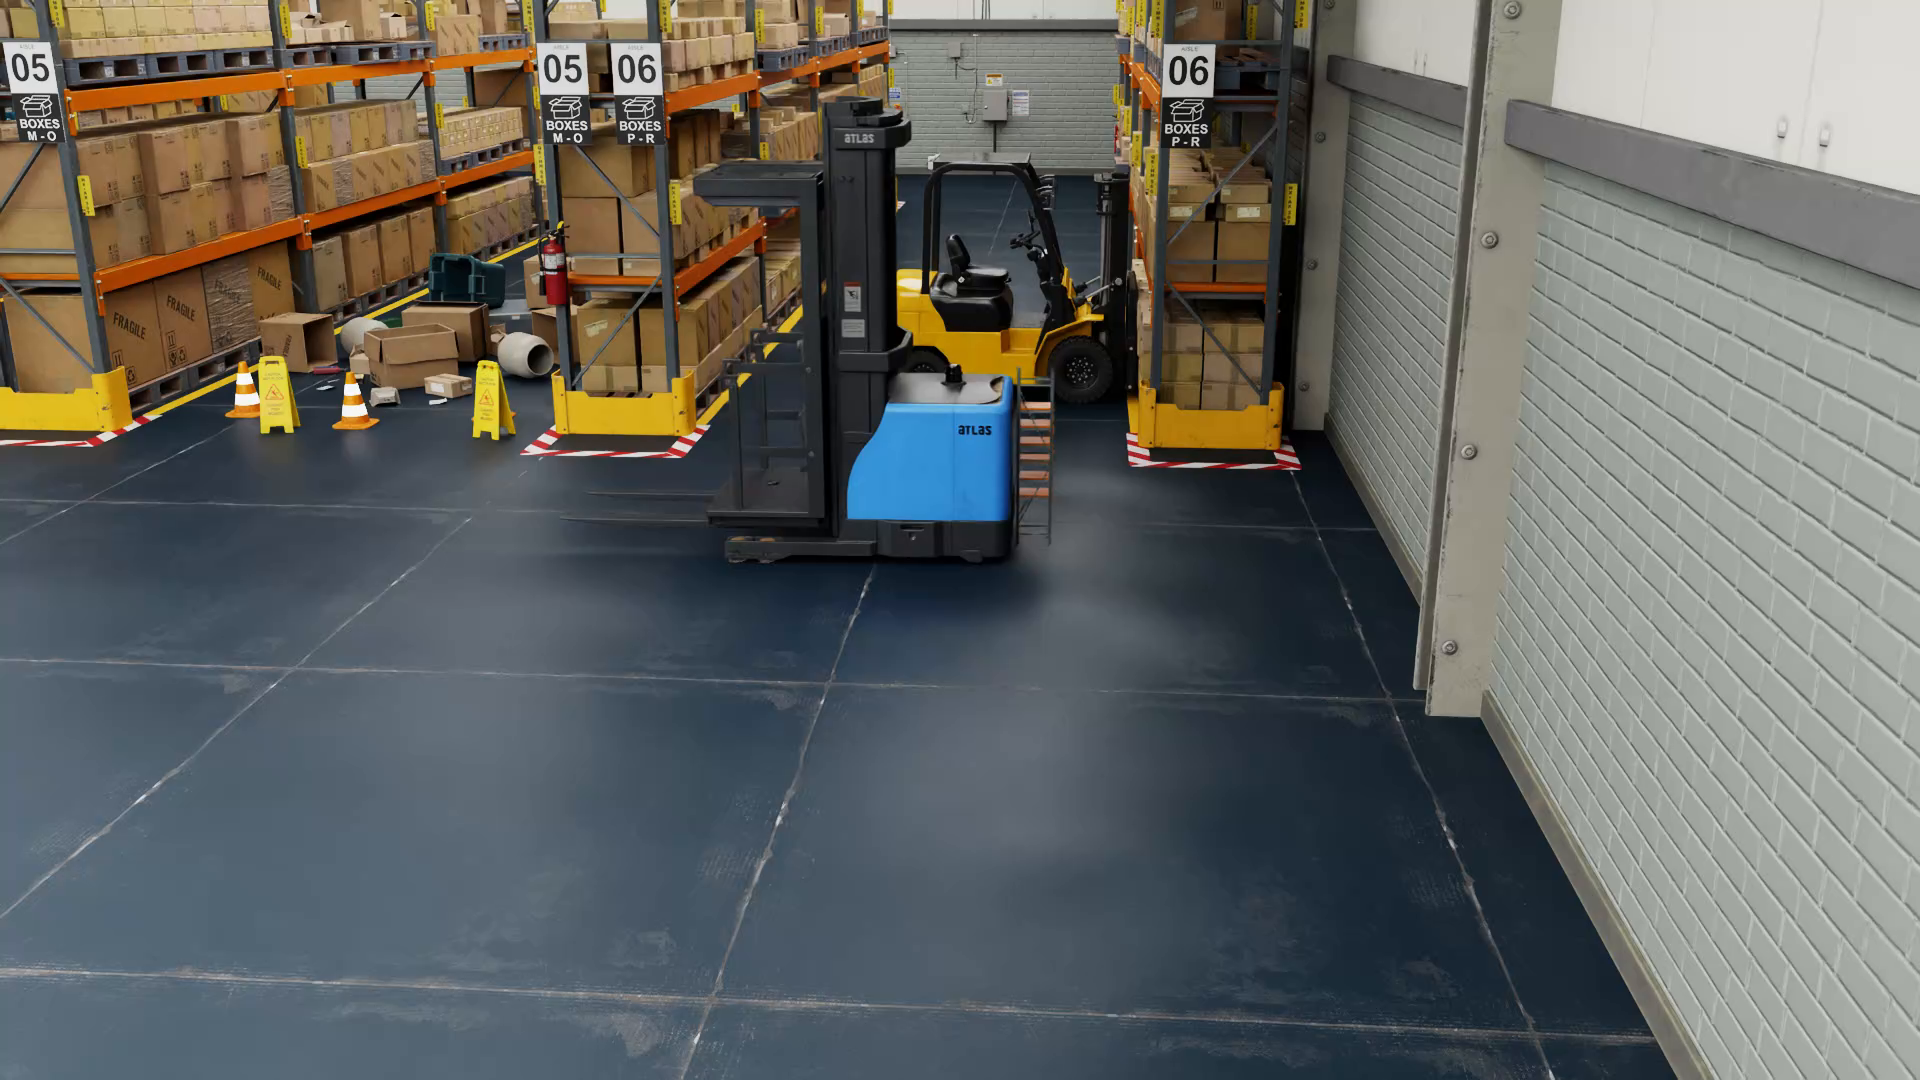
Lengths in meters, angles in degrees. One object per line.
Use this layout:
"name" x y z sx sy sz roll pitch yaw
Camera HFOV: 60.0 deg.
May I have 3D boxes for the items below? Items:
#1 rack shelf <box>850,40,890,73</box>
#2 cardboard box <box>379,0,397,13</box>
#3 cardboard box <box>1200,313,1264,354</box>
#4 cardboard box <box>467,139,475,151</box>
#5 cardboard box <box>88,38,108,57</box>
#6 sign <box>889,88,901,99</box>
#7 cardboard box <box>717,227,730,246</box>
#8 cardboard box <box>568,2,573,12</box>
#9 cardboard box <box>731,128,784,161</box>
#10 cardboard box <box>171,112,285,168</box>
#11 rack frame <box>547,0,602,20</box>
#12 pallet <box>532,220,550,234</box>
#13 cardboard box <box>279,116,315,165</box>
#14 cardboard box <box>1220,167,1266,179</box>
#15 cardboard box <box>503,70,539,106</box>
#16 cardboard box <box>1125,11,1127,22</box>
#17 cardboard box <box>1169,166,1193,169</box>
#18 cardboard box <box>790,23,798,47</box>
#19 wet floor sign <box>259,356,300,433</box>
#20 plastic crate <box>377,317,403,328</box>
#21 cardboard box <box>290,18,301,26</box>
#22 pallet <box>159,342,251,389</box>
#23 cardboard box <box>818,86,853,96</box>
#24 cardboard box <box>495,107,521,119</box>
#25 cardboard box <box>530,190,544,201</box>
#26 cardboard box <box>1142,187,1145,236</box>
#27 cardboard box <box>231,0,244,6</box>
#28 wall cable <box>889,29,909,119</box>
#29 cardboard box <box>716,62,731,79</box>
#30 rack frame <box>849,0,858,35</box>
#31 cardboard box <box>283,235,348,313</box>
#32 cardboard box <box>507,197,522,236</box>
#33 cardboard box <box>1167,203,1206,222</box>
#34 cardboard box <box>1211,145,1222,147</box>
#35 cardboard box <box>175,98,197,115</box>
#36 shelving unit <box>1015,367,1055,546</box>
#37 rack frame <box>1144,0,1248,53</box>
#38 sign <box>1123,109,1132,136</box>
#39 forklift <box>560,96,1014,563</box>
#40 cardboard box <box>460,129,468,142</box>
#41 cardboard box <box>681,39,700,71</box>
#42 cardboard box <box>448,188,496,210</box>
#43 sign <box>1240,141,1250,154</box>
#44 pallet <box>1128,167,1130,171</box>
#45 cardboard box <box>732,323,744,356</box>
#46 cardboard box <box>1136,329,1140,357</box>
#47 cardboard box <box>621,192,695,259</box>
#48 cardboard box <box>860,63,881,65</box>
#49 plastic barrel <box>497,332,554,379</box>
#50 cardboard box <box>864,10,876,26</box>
"rack shelf" -1.872 -7.781 26.690 1.077 0.370 4.000 1 18 4
"cardboard box" -7.476 -6.881 21.398 0.396 0.266 0.258 1 18 4
"cardboard box" 2.299 -1.753 14.090 0.500 0.250 0.500 1 18 3
"cardboard box" -6.940 -5.461 23.002 0.380 0.149 0.250 2 18 6
"cardboard box" -7.458 -4.160 14.052 0.380 0.149 0.250 1 18 4
"sign" -1.391 -9.219 34.306 0.327 0.218 0.001 1 18 4
"cardboard box" -2.407 -2.890 15.830 0.380 0.149 0.250 1 18 4
"cardboard box" -6.527 -8.672 27.051 0.380 0.149 0.250 2 18 5
"cardboard box" -2.233 -4.275 18.339 0.500 0.500 0.500 1 18 4
"cardboard box" -7.594 -4.141 17.269 0.875 0.550 0.550 1 18 4
"rack frame" -6.673 -10.248 28.248 1.000 3.000 0.127 1 18 4
"pallet" -6.947 -5.039 26.464 1.003 0.211 1.213 1 18 4
"cardboard box" -7.503 -4.348 18.107 0.700 0.500 0.500 1 18 3
"cardboard box" 2.514 -3.237 14.805 0.380 0.149 0.250 1 18 3
"cardboard box" -6.684 -6.954 25.584 0.500 0.500 0.500 2 18 5
"cardboard box" 2.426 -7.098 22.542 0.380 0.149 0.250 1 18 4
"cardboard box" 1.883 -3.251 14.848 0.380 0.149 0.250 2 18 5
"cardboard box" -2.097 -5.632 18.543 0.500 0.250 0.500 1 18 3
"wet floor sign" -5.847 -1.256 14.221 0.267 0.644 0.232 -2 18 -6
"plastic crate" -6.239 -2.278 17.983 0.450 0.188 0.662 0 15 35
"cardboard box" -7.664 -5.660 18.468 0.500 0.250 0.500 1 18 3
"pallet" -7.750 -1.731 16.367 1.003 0.211 1.213 1 18 4
"cardboard box" -1.826 -6.293 24.046 0.500 0.500 0.500 2 18 5
"cardboard box" -6.794 -6.389 24.878 0.380 0.149 0.250 2 18 6
"cardboard box" -6.728 -5.385 25.989 0.380 0.149 0.250 2 18 6
"cardboard box" 2.050 -3.235 16.318 0.500 0.500 0.500 2 18 5
"cardboard box" -7.278 -5.325 16.329 0.380 0.149 0.250 1 18 4
"wall cable" -1.347 -9.568 34.123 0.585 1.953 0.123 1 18 4
"cardboard box" -2.395 -4.473 15.844 0.380 0.149 0.250 2 18 5
"rack frame" -2.015 -8.927 24.215 1.000 3.000 0.127 1 18 4
"cardboard box" -7.578 -2.996 18.687 1.050 0.750 0.750 1 18 4
"cardboard box" -6.798 -4.772 24.509 0.500 0.500 0.500 1 18 3
"cardboard box" 1.821 -2.709 13.671 0.380 0.149 0.250 2 18 5
"cardboard box" 2.746 -4.337 18.638 0.380 0.149 0.250 1 18 3
"cardboard box" -11.937 -6.623 25.046 0.797 0.503 0.637 1 18 2
"shelving unit" 0.502 -0.558 11.198 0.258 1.200 0.189 1 18 2
"rack frame" 2.363 -6.333 16.298 1.000 3.000 0.127 1 18 4
"sign" 2.108 -5.246 20.883 0.100 0.325 0.005 1 18 4
"forklift" -1.156 -1.402 10.994 3.031 2.935 1.130 1 18 3
"cardboard box" -6.960 -5.526 22.720 0.380 0.149 0.250 1 18 4
"cardboard box" -2.528 -4.151 14.220 0.500 0.250 0.500 1 18 3
"cardboard box" -6.871 -4.801 23.392 0.500 0.250 0.500 1 18 4
"sign" 2.916 -3.919 17.048 0.100 0.325 0.005 1 18 4
"pallet" 2.784 -5.237 22.897 1.003 0.211 1.213 1 18 4
"cardboard box" -2.432 -1.971 16.363 0.500 0.250 0.500 2 18 5
"cardboard box" 1.862 -1.844 15.173 0.500 0.250 0.500 1 18 3
"cardboard box" -2.565 -2.679 14.143 0.500 0.500 0.500 1 18 3
"cardboard box" -1.554 -8.033 28.314 0.380 0.149 0.250 2 18 5
"plastic barrel" -4.237 -1.800 16.237 0.512 0.421 0.421 17 25 41
"cardboard box" -1.671 -8.778 27.983 0.500 0.250 0.500 0 18 -1
